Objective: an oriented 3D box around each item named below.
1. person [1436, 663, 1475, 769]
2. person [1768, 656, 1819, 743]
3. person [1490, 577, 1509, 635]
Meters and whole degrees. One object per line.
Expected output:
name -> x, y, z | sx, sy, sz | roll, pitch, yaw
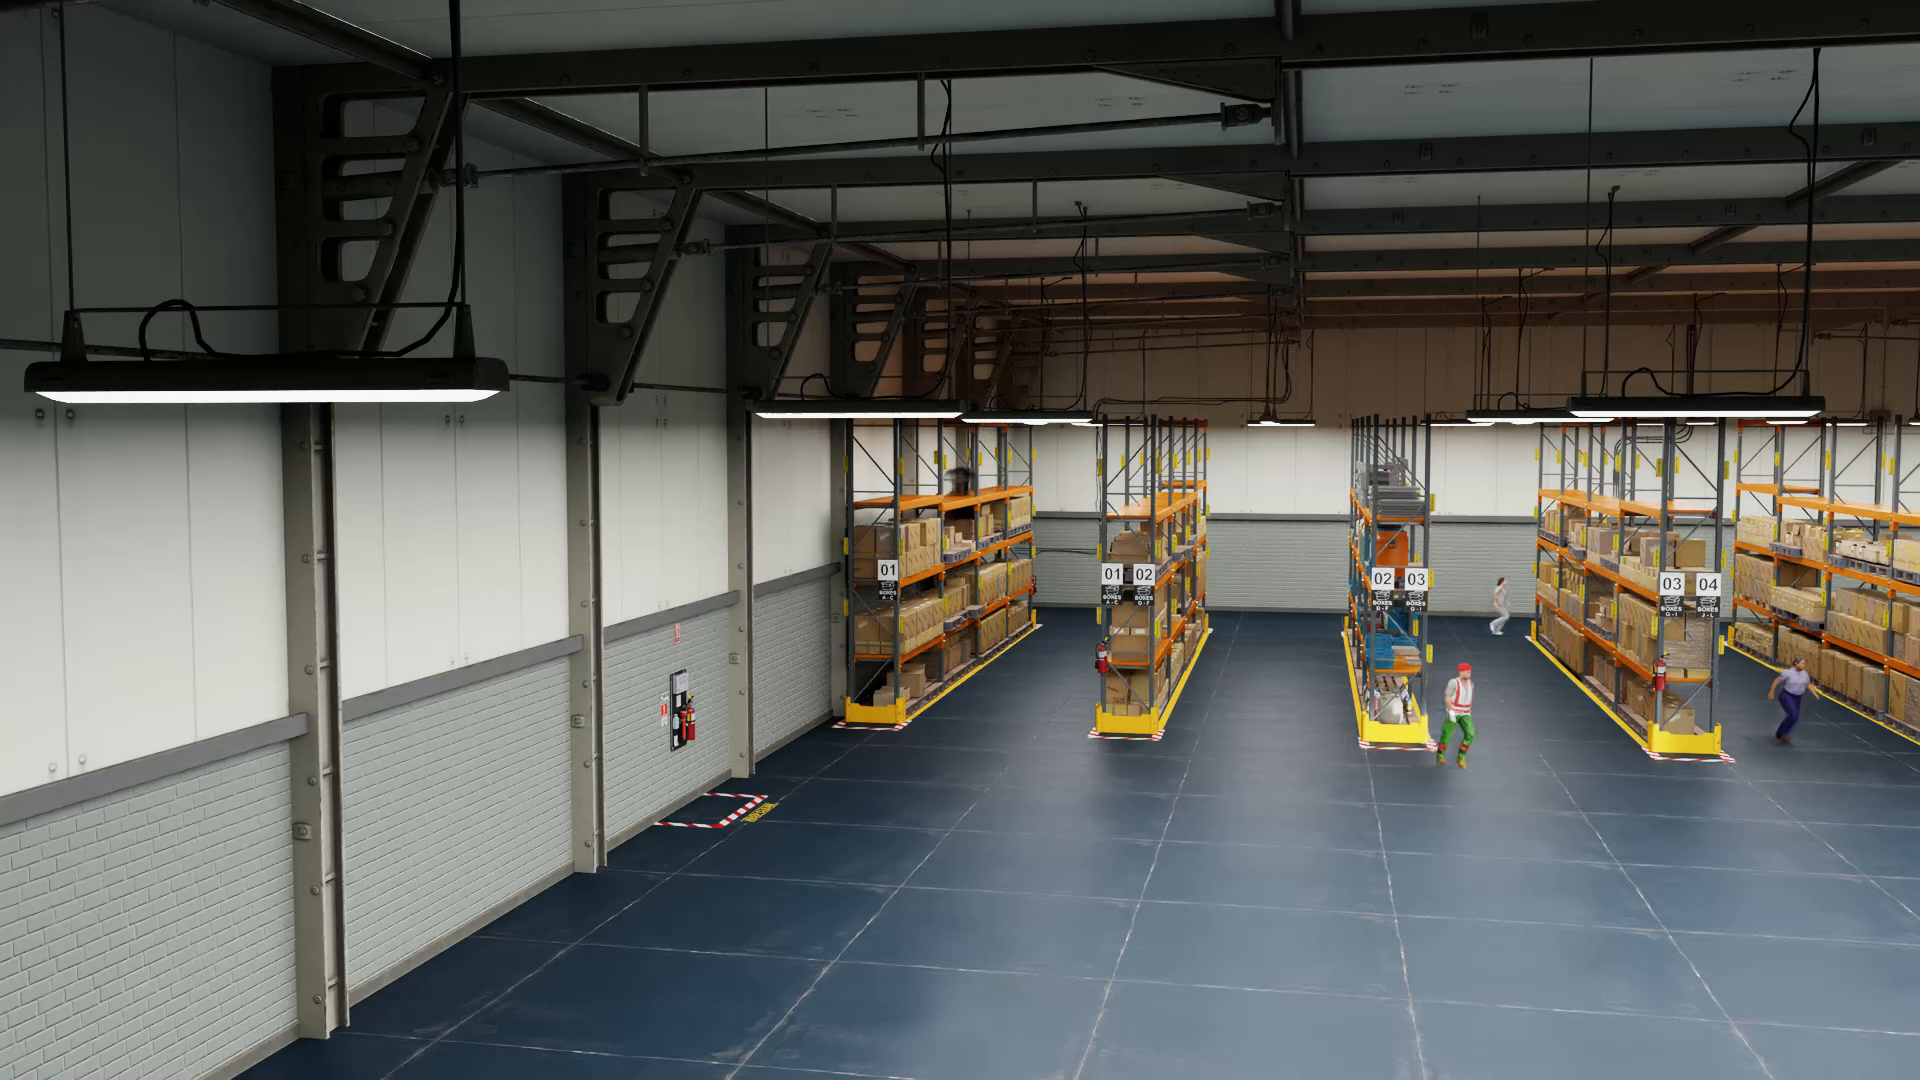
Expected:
person -> 8.431, 2.942, 28.075 | 0.614, 1.752, 0.624 | -1, 4, -17
person -> 15.186, 2.901, 30.230 | 0.562, 1.594, 0.796 | -1, 4, -19
person -> 15.098, 1.833, 46.458 | 0.521, 1.576, 0.631 | 2, 4, 24
